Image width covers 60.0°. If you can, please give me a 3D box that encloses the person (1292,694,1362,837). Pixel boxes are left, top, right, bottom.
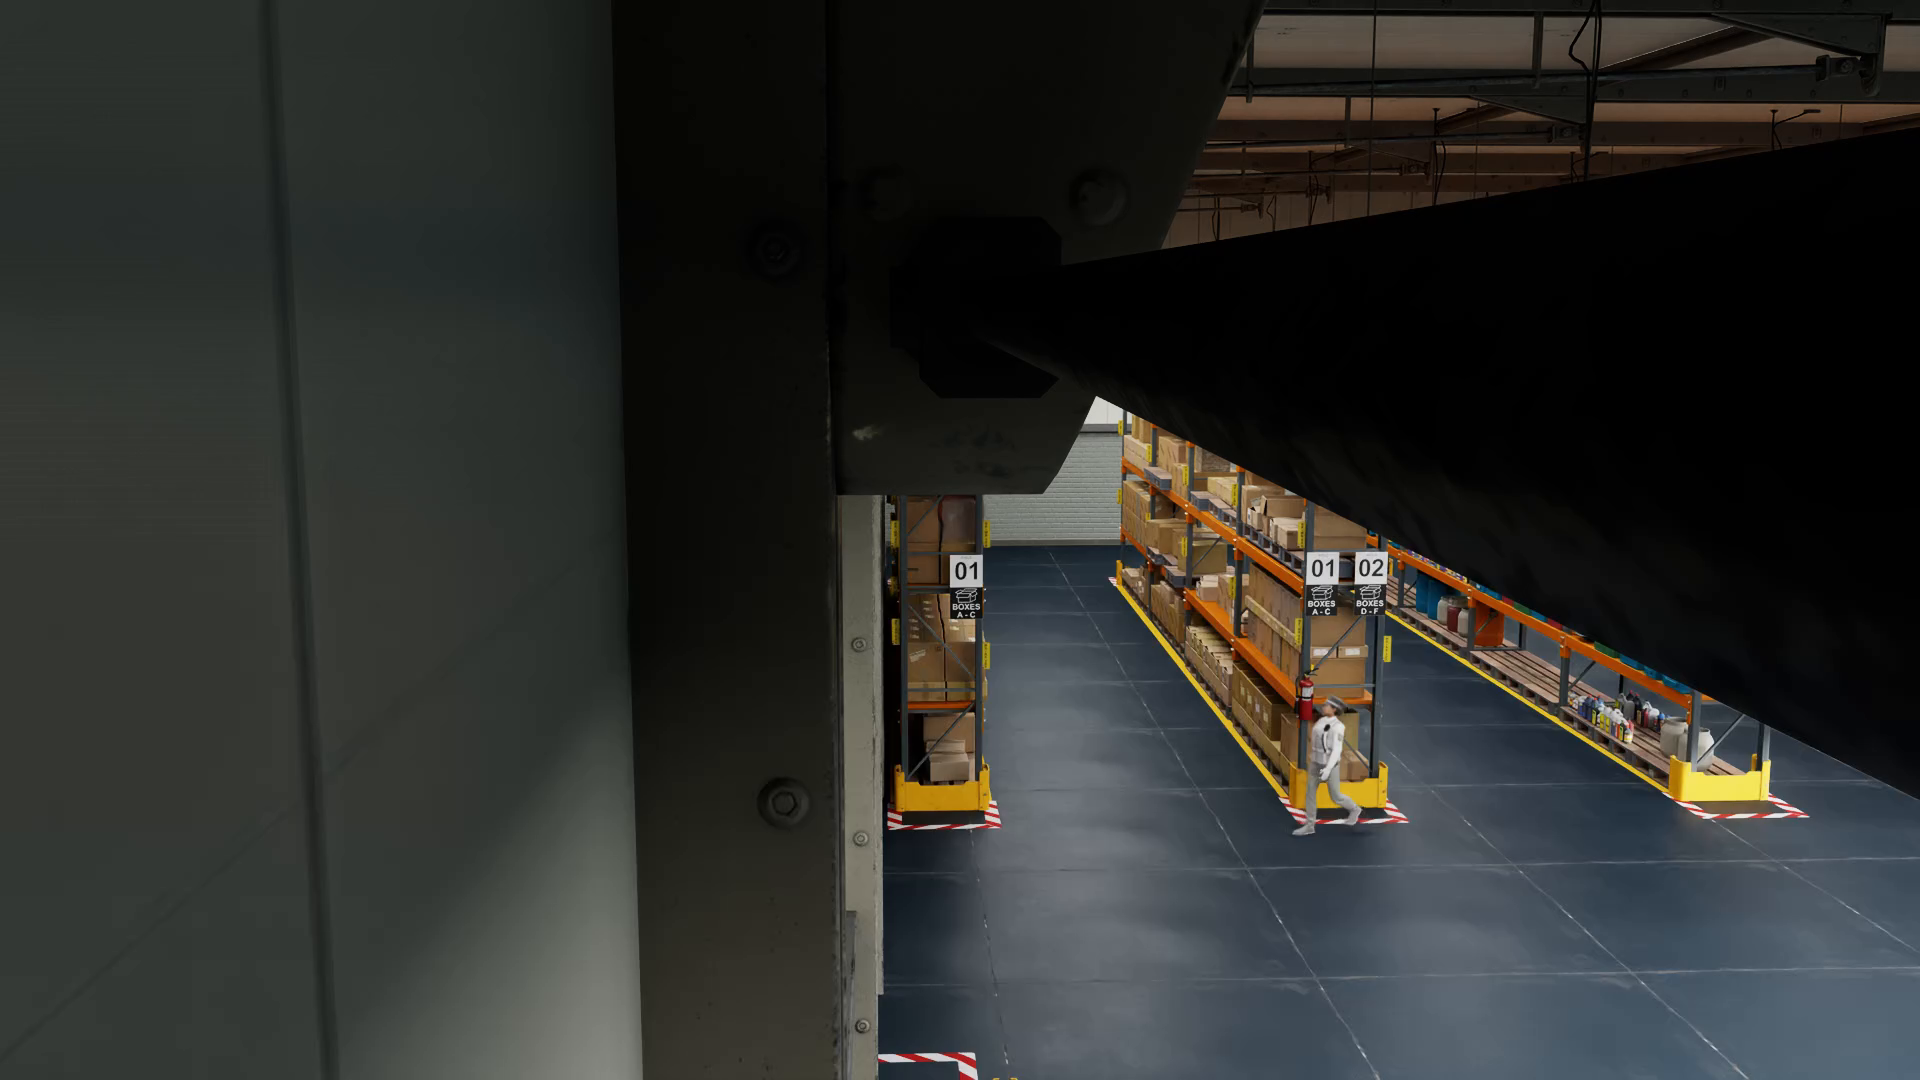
[{"bbox_3d":[4.320,2.641,19.595,0.831,1.665,0.482,-5,10,-31],"label":"person"}]
